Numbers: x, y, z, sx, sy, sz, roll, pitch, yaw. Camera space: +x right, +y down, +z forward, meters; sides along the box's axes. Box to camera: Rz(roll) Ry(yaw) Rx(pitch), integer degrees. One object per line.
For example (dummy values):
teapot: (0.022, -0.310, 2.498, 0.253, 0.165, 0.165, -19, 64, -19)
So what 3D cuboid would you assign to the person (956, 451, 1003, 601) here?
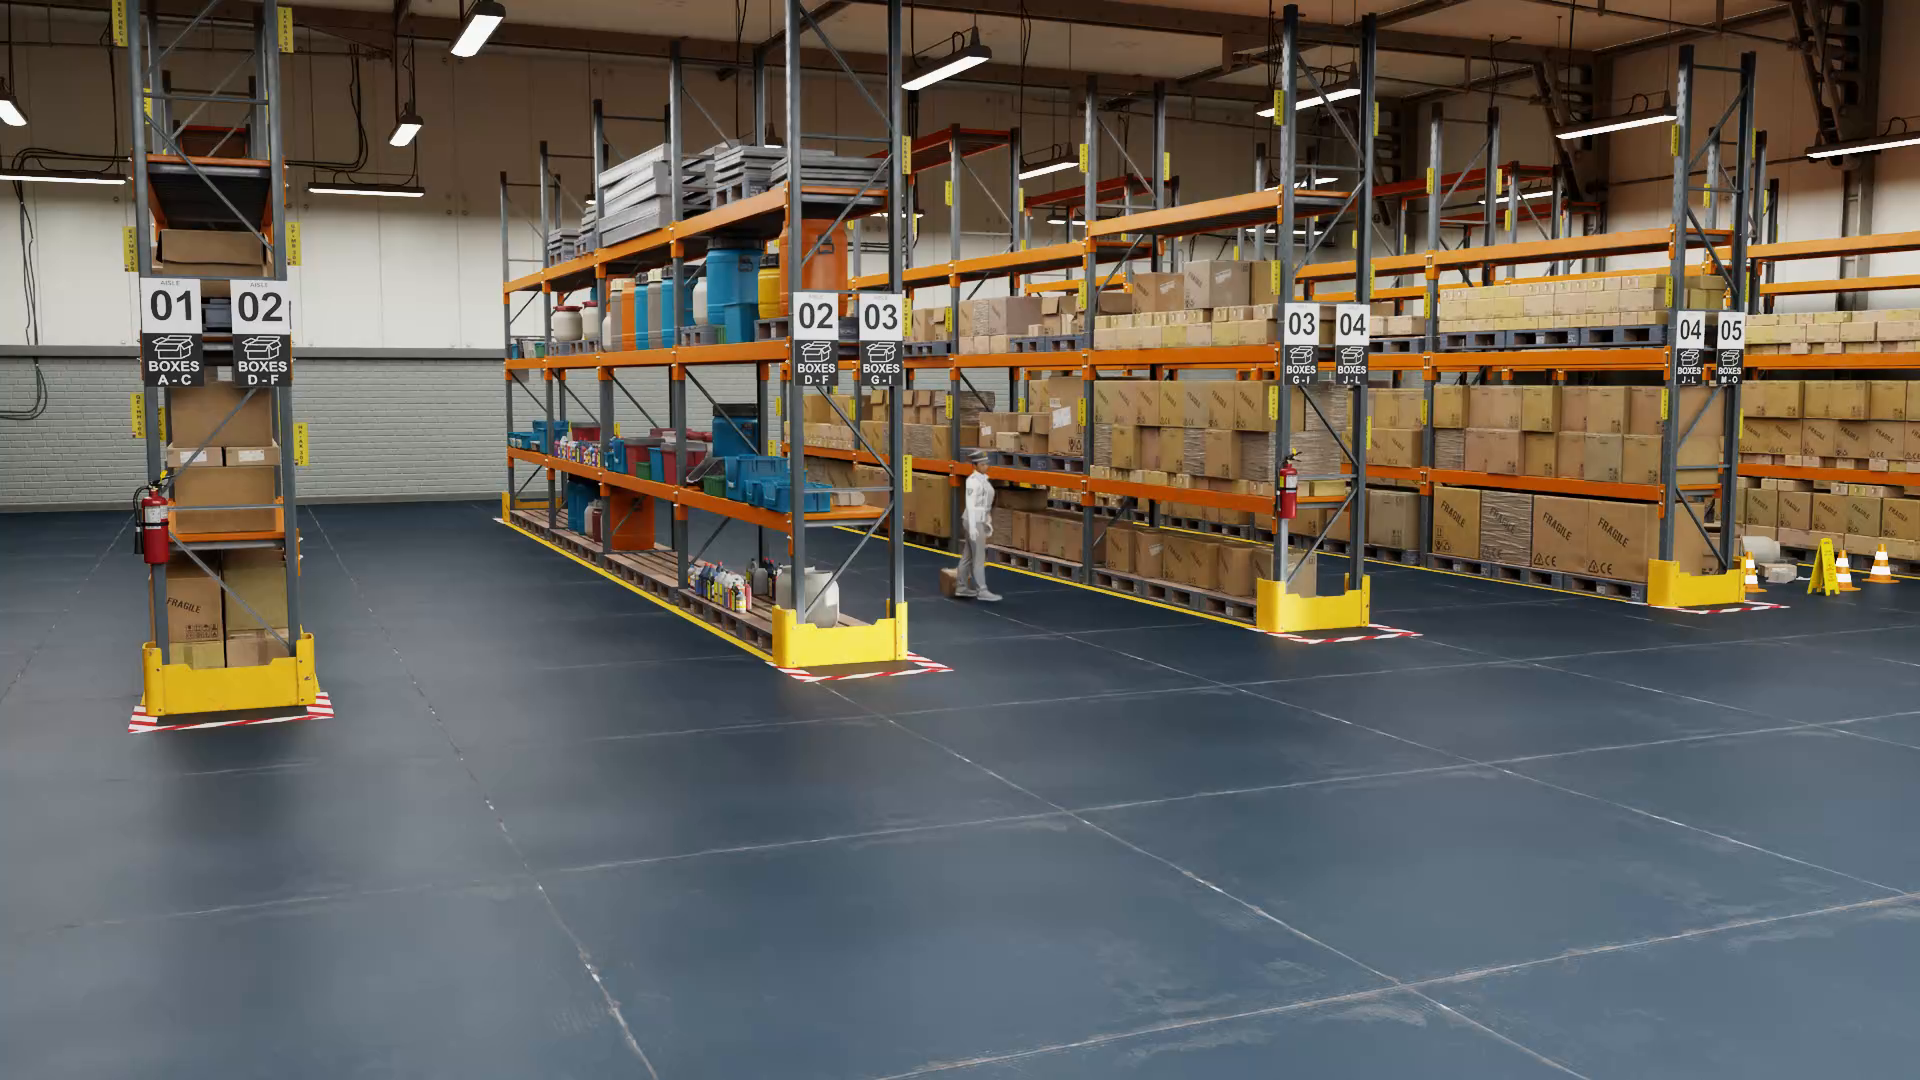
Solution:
person: (0.219, -0.168, 18.527, 0.580, 1.656, 0.529, 1, 6, 12)
